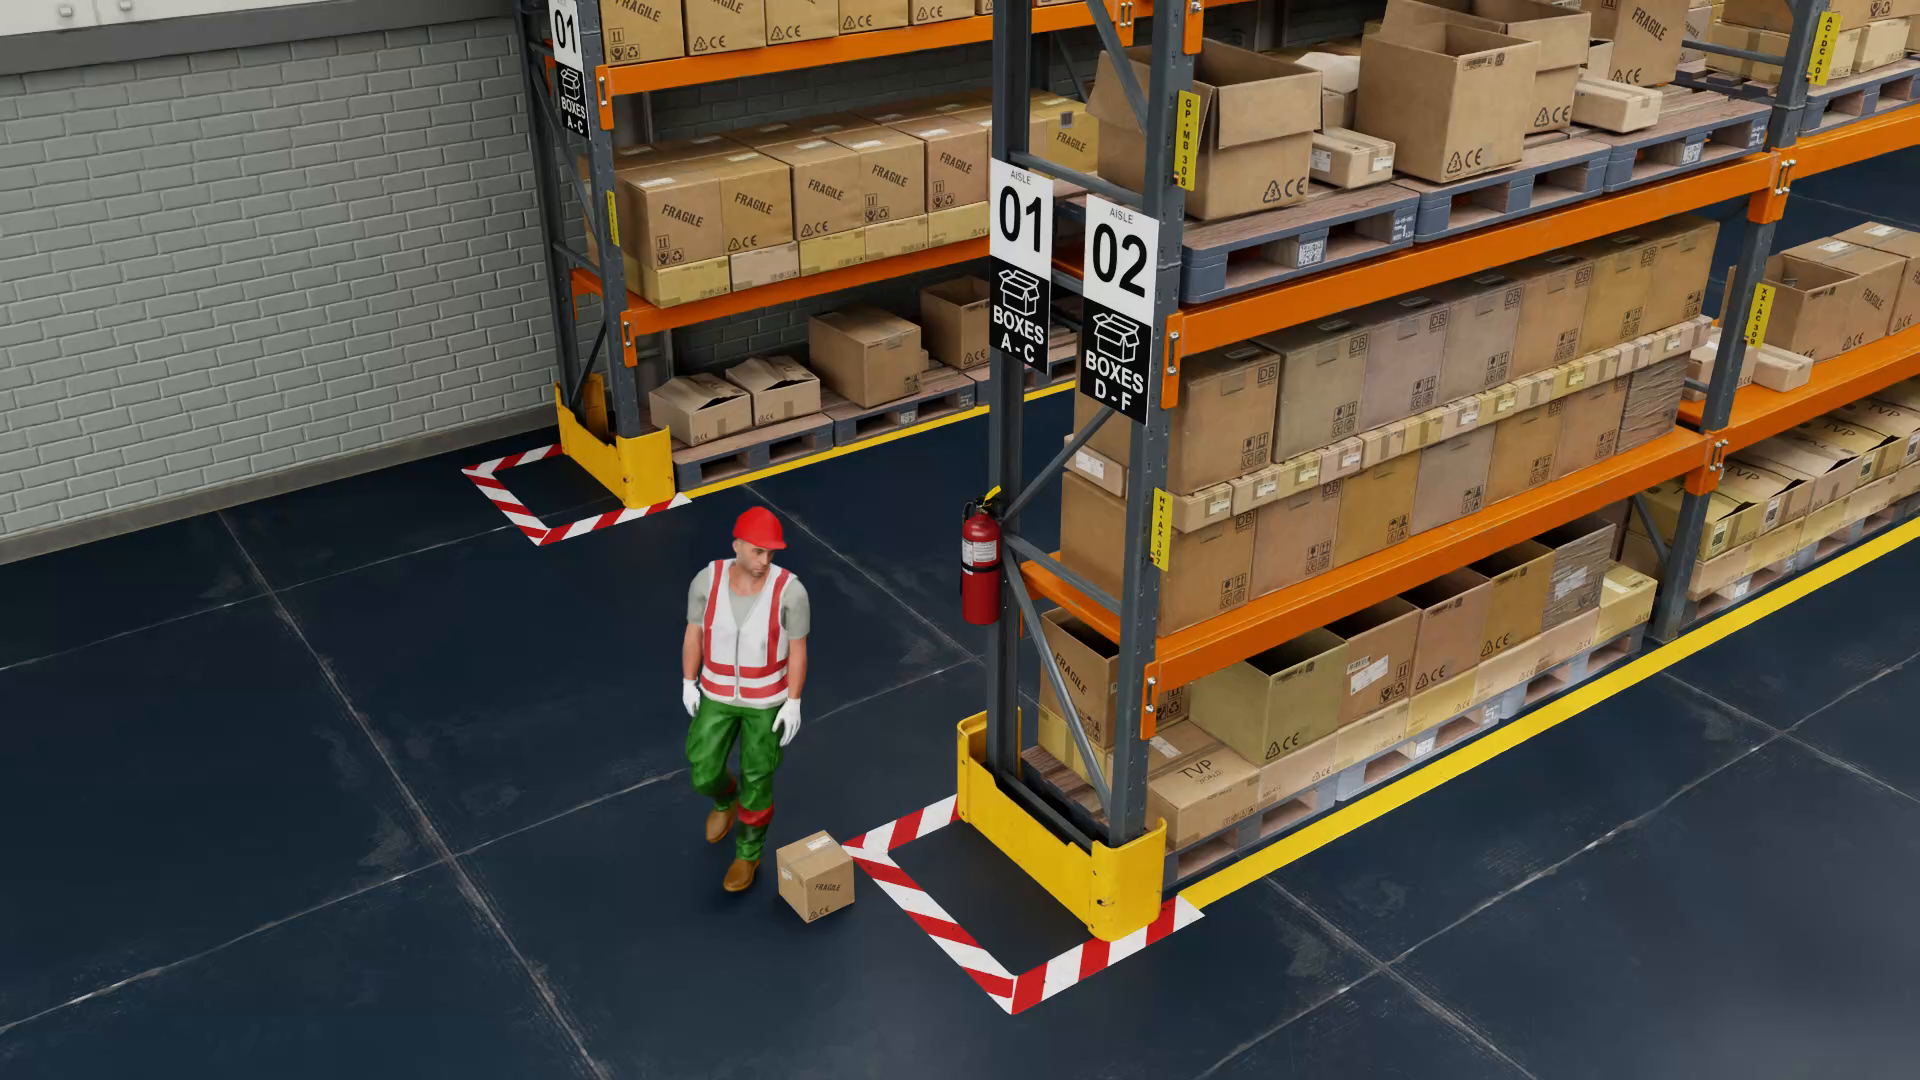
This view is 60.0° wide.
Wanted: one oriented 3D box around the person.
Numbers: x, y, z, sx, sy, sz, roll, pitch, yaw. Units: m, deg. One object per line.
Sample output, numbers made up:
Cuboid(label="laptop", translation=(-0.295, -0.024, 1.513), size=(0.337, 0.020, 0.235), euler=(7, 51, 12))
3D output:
Cuboid(label="person", translation=(-0.950, 0.708, 7.288), size=(0.576, 1.775, 0.560), euler=(3, 28, 6))
